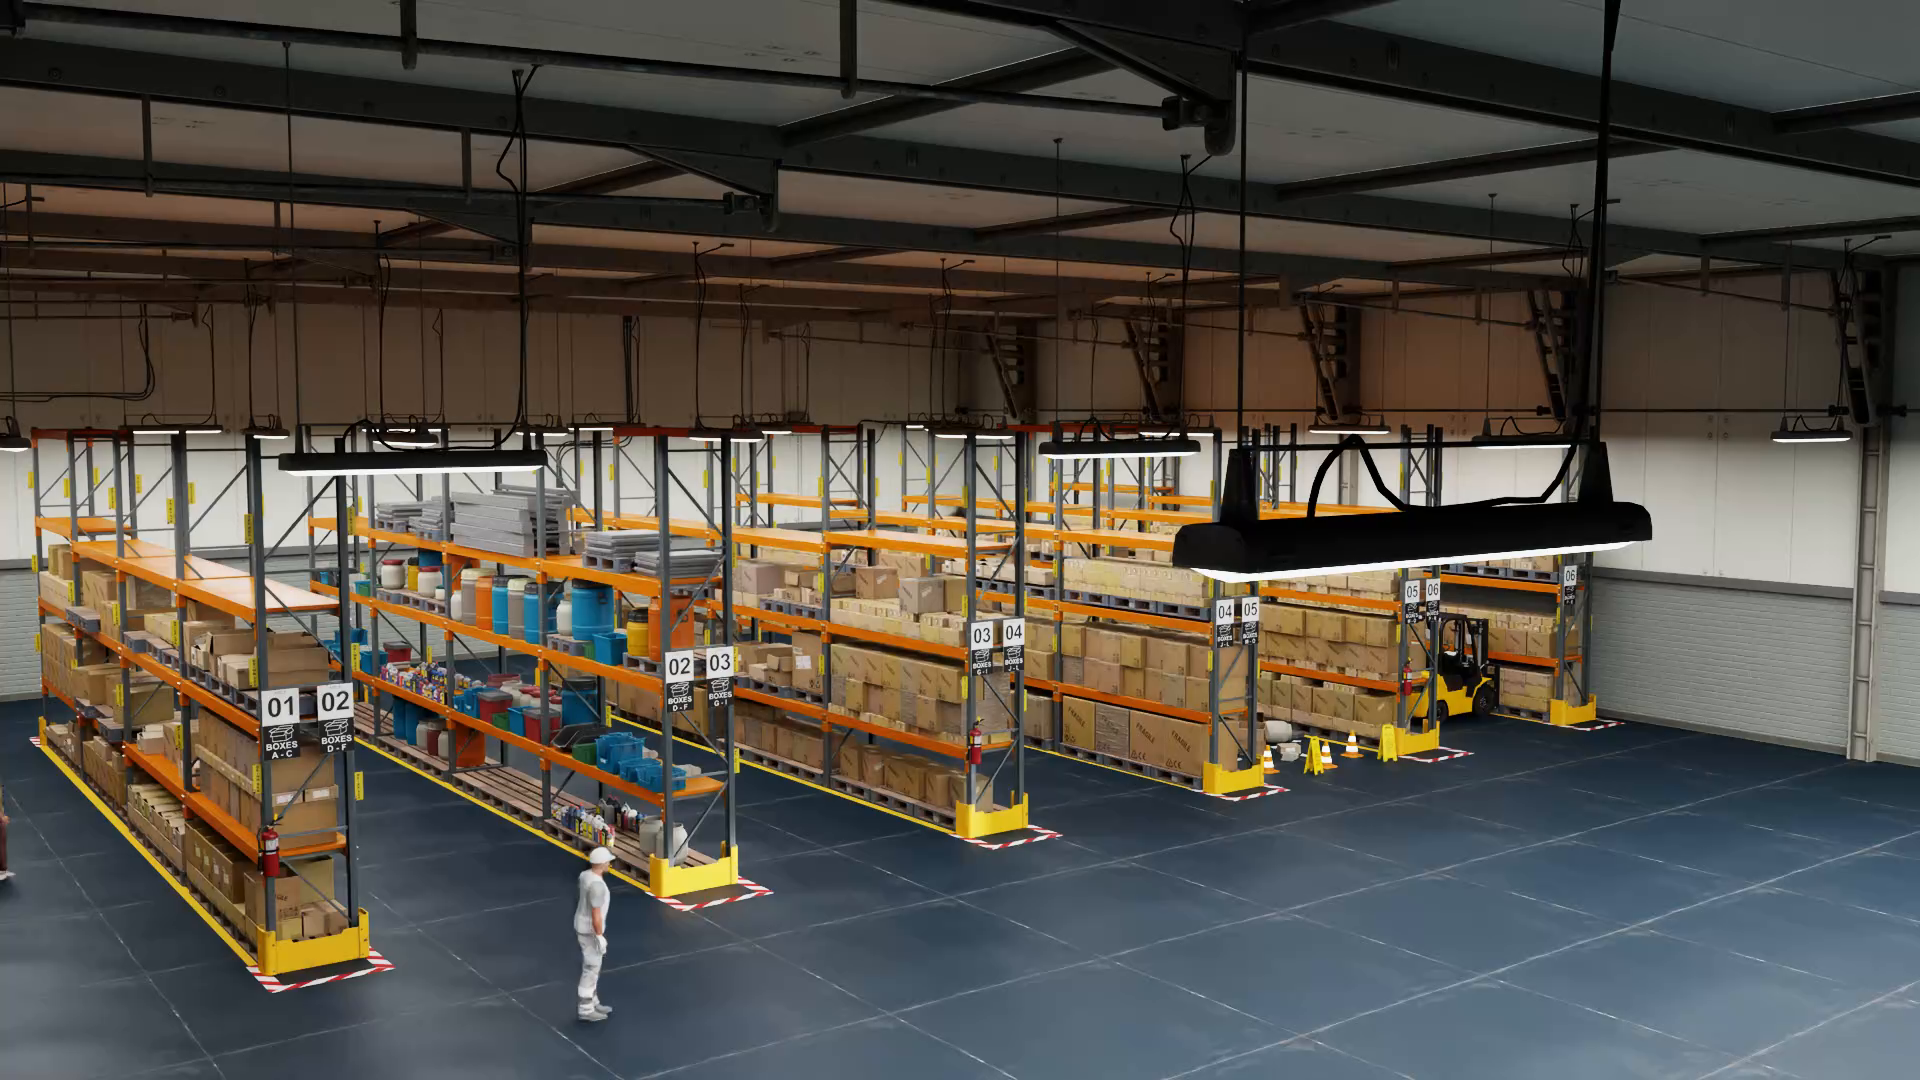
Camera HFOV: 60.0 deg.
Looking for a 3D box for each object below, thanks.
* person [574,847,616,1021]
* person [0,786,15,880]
[{"bbox_3d":[-3.789,4.084,17.301,0.438,1.794,0.595,-2,5,-20],"label":"person"},{"bbox_3d":[-13.014,3.751,22.372,0.493,1.717,0.468,-1,5,-13],"label":"person"}]
